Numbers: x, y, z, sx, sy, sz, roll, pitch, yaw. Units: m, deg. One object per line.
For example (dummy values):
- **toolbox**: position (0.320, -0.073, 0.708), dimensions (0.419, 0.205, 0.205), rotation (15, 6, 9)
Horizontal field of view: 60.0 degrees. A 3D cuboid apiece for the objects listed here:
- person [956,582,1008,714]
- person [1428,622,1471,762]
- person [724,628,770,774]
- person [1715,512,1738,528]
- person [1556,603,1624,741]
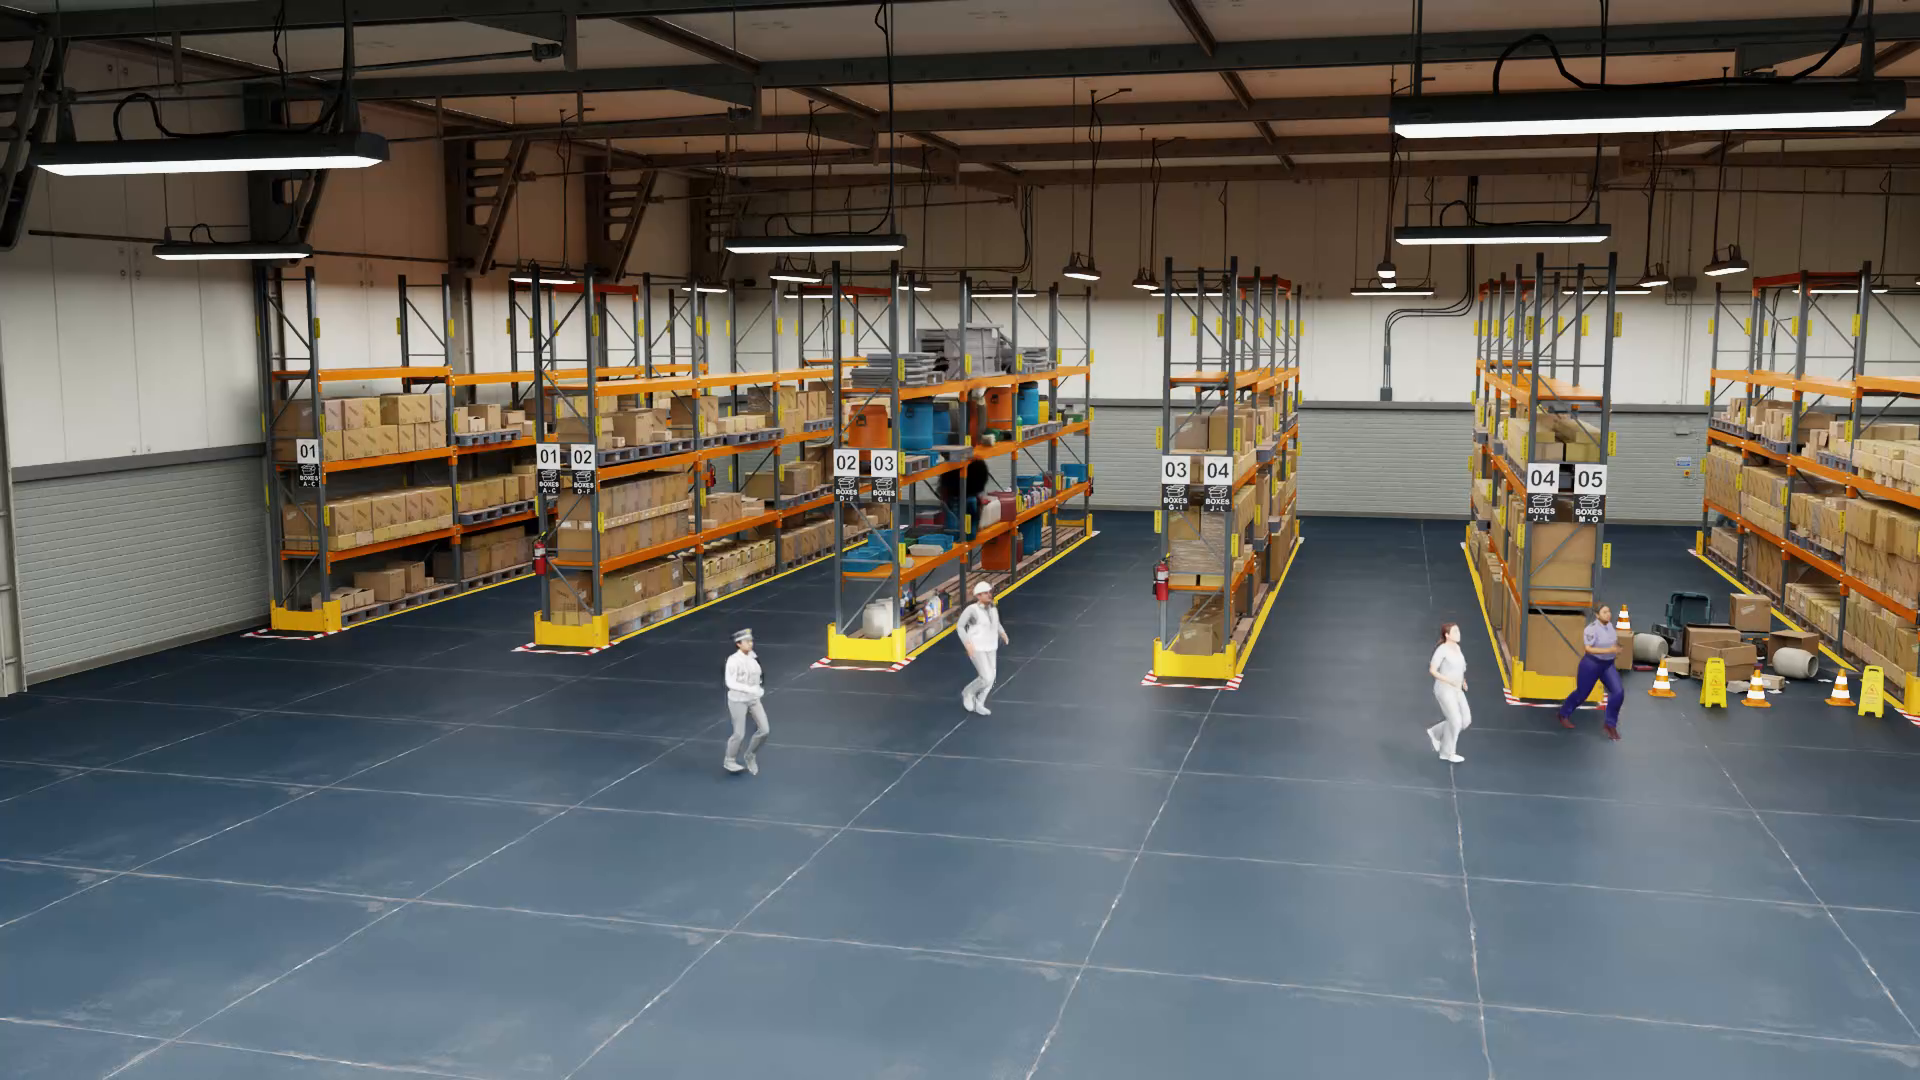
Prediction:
- **person**: position (0.325, 1.408, 21.616), dimensions (0.571, 1.740, 0.672), rotation (7, 10, 44)
- **person**: position (5.677, 1.753, 19.326), dimensions (0.587, 1.628, 0.569), rotation (-6, 9, -39)
- **person**: position (-2.377, 1.823, 18.654), dimensions (0.660, 1.703, 0.643), rotation (6, 9, 38)
- **person**: position (17.531, -0.716, 38.123), dimensions (0.751, 1.710, 0.951), rotation (-5, 9, -33)
- **person**: position (7.840, 1.619, 20.518), dimensions (0.611, 1.677, 0.878), rotation (-3, 8, -26)
